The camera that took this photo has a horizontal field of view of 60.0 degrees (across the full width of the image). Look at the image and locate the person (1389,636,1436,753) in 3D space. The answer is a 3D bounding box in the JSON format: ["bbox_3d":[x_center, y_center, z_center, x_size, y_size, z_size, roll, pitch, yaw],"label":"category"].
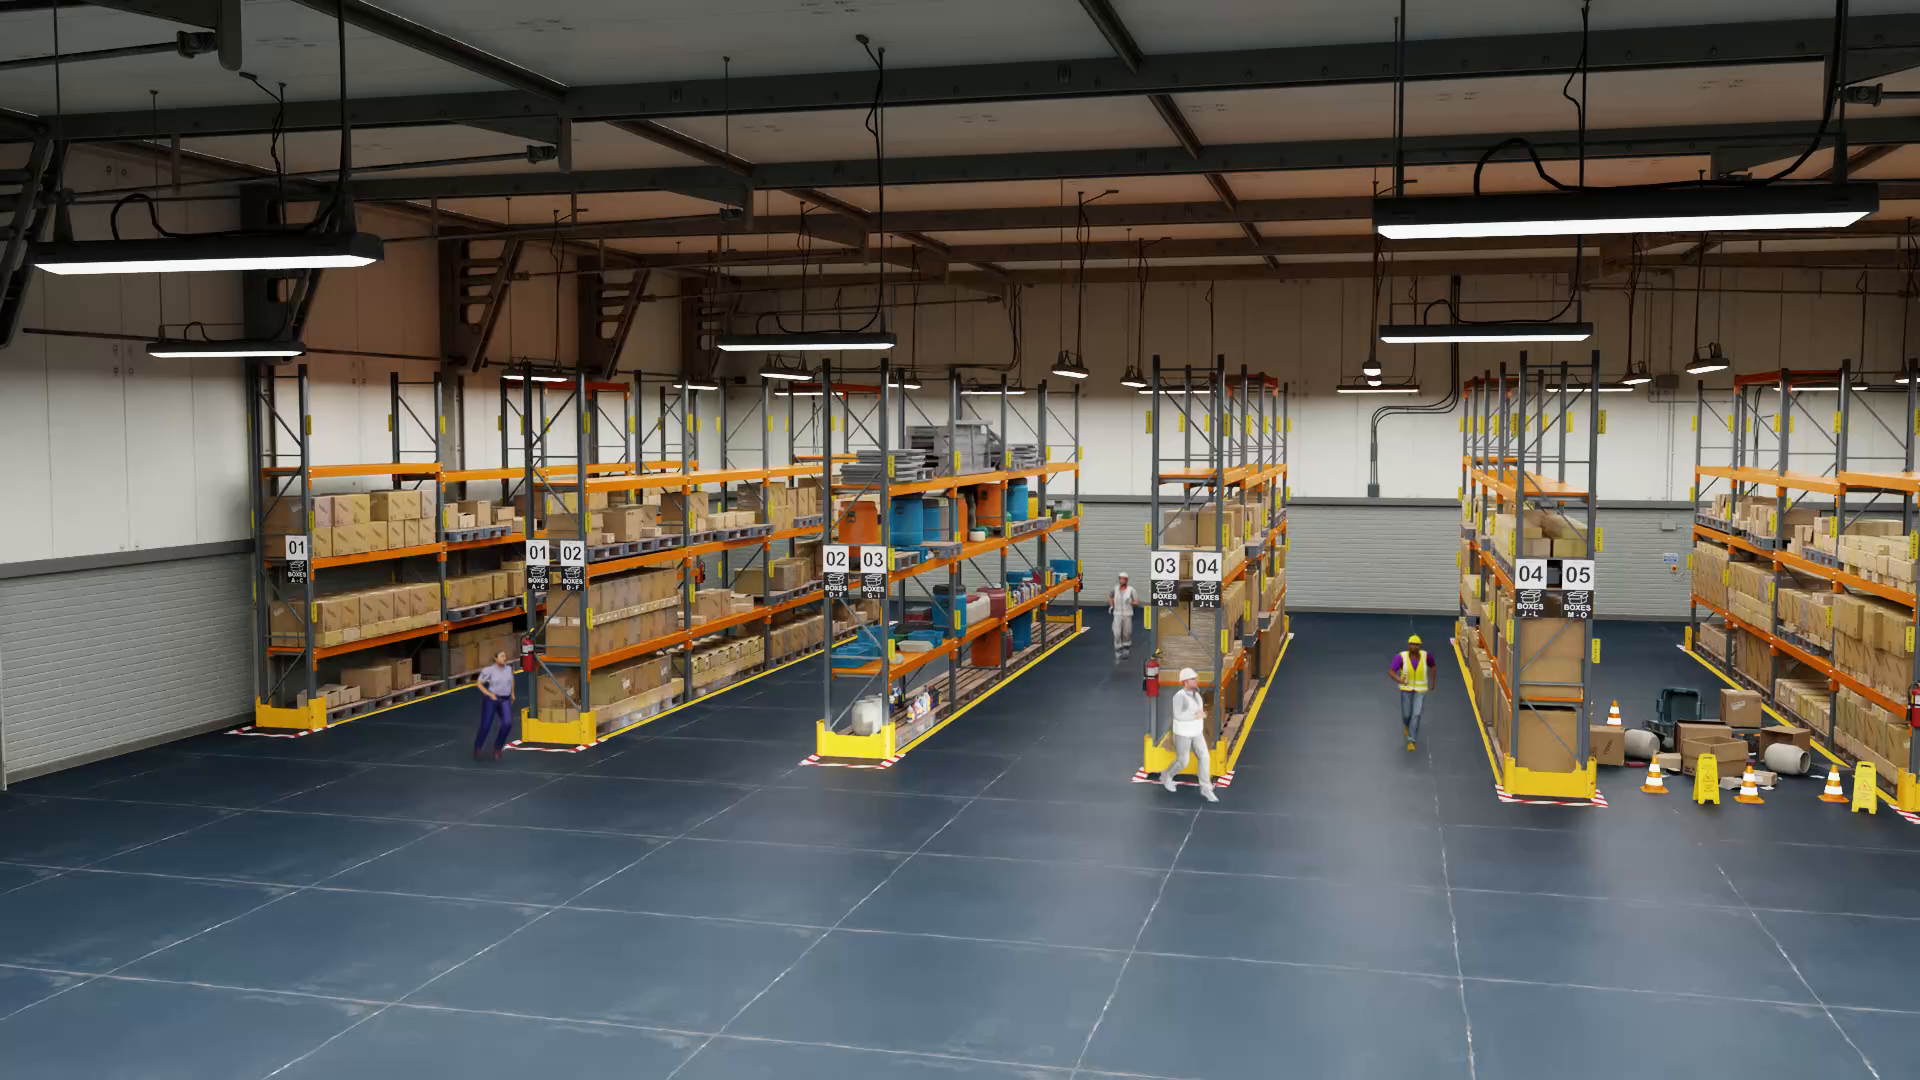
[{"bbox_3d":[7.028,2.343,25.836,0.726,1.757,1.016,1,4,11],"label":"person"}]

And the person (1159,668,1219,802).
[{"bbox_3d":[3.022,2.603,22.288,0.925,1.803,0.689,3,5,40],"label":"person"}]

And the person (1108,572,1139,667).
[{"bbox_3d":[3.270,1.585,33.417,0.631,1.868,0.723,1,4,10],"label":"person"}]

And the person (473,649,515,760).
[{"bbox_3d":[-6.990,2.572,25.109,0.652,1.463,0.663,-3,5,-37],"label":"person"}]
